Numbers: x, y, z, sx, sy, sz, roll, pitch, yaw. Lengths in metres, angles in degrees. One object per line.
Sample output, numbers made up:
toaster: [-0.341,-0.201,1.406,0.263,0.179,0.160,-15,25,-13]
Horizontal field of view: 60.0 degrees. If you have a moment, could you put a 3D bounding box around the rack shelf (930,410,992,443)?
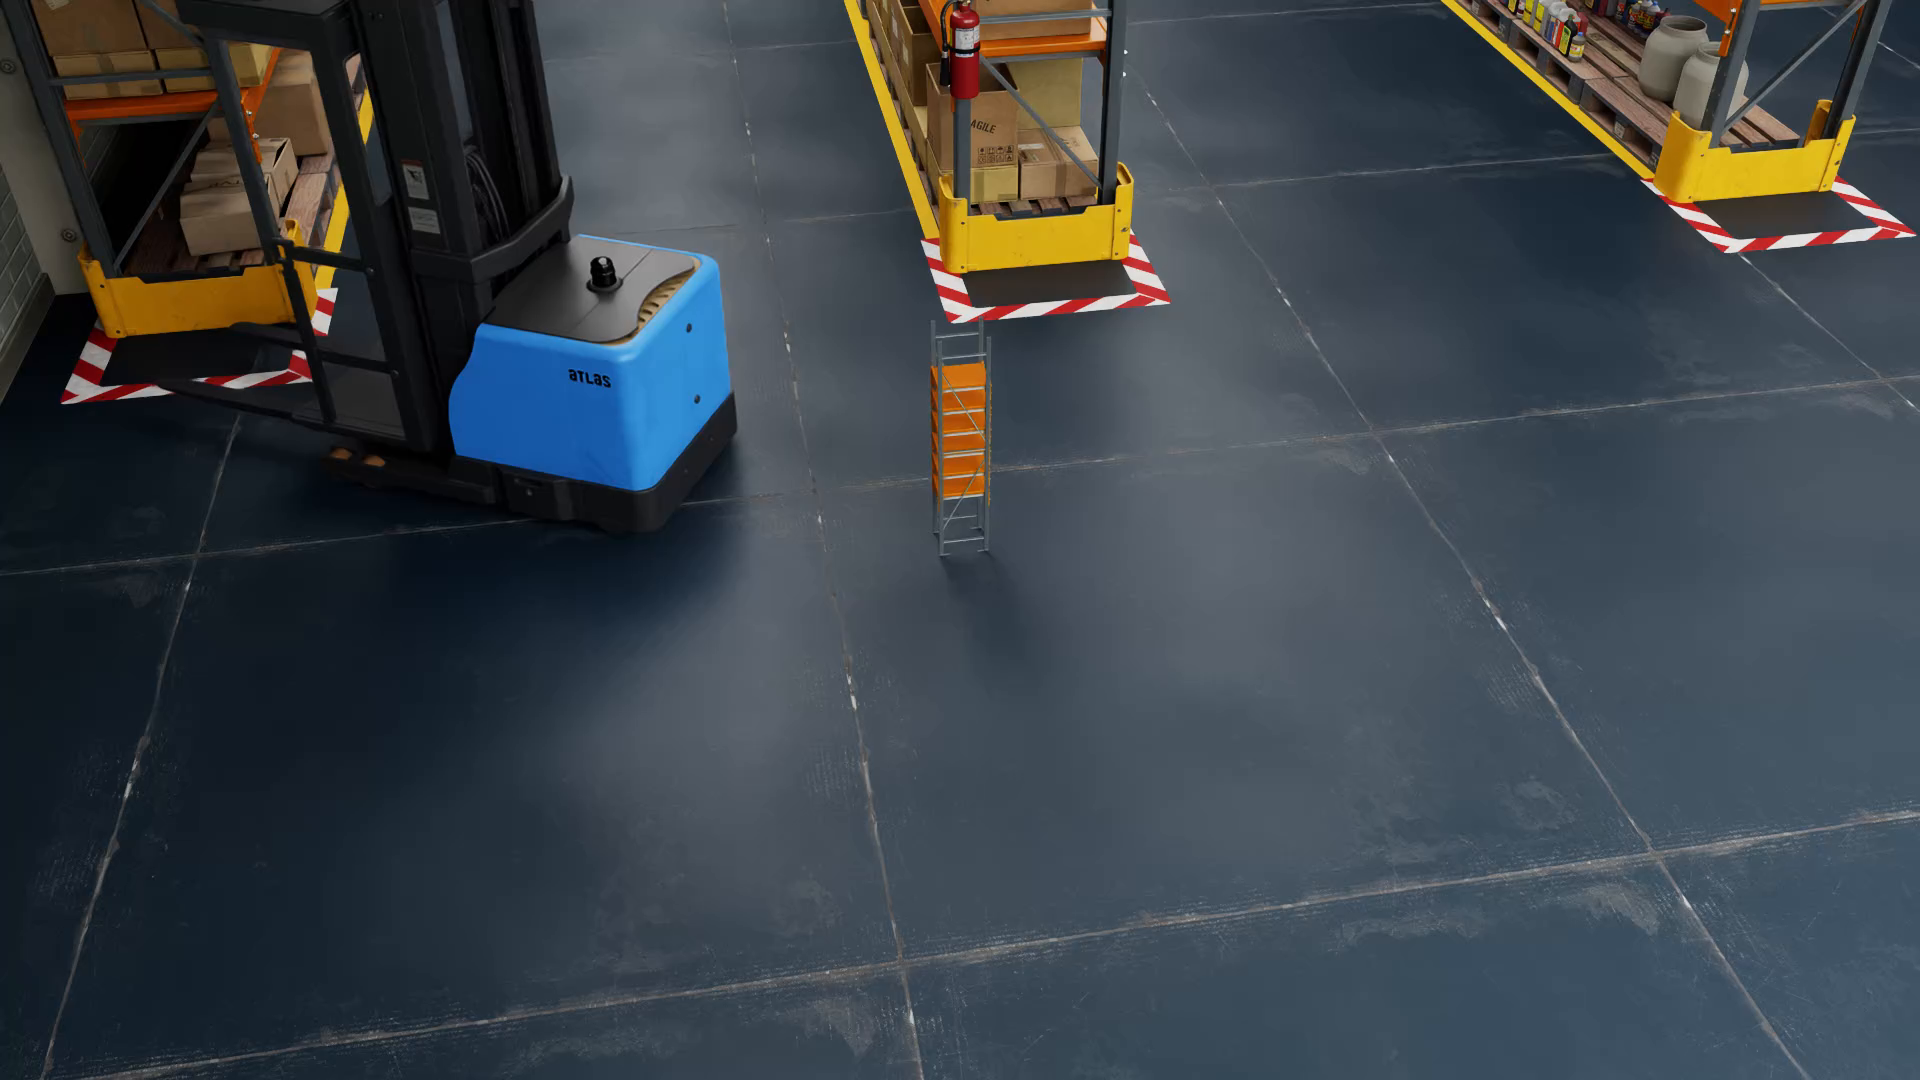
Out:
rack shelf: [0.003,-0.525,7.724,0.258,0.103,0.180,-6,38,-8]

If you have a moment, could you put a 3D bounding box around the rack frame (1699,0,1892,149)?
rack frame: [5.339,-3.536,10.257,1.000,3.000,0.127,-6,38,-8]

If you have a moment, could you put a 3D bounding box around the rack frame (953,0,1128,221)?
rack frame: [0.462,-3.006,9.574,1.000,3.000,0.127,-6,38,-8]

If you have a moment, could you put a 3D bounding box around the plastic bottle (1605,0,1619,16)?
plastic bottle: [5.149,-4.283,13.079,0.152,0.276,0.135,-6,38,-7]

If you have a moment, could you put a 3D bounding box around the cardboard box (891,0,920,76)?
cardboard box: [-0.201,-3.578,11.599,0.500,0.500,0.500,-6,38,-8]

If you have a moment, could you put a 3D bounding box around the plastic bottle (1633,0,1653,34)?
plastic bottle: [5.250,-4.029,12.756,0.097,0.271,0.097,0,38,0]

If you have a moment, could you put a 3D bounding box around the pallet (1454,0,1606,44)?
pallet: [4.715,-4.441,13.694,1.003,0.211,1.213,-6,38,-8]

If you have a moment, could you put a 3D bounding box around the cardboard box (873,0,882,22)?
cardboard box: [-0.371,-4.183,12.377,0.500,0.500,0.500,-6,38,-8]

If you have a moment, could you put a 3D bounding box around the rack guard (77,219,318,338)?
rack guard: [-4.428,-1.529,9.711,1.175,0.500,0.348,-6,38,-8]

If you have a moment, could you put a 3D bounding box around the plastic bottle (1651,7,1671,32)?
plastic bottle: [5.306,-3.905,12.586,0.061,0.283,0.133,-6,38,-7]

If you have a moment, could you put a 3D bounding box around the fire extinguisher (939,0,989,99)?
fire extinguisher: [0.025,-2.854,9.441,0.296,0.674,0.183,-6,38,-8]

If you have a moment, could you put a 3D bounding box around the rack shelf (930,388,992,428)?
rack shelf: [0.003,-0.620,7.651,0.258,0.103,0.180,-6,38,-8]

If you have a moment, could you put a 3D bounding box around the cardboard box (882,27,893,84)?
cardboard box: [-0.291,-3.584,12.217,0.500,0.250,0.500,-6,38,-8]

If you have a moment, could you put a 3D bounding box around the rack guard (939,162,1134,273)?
rack guard: [0.466,-2.004,10.322,1.175,0.500,0.348,-6,38,-8]

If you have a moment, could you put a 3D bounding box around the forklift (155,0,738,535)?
forklift: [-2.750,-1.716,7.970,3.031,2.935,1.130,11,39,14]

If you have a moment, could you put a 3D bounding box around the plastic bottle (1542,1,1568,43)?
plastic bottle: [4.544,-3.935,12.632,0.152,0.276,0.135,-7,38,-9]

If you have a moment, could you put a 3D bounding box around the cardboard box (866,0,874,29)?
cardboard box: [-0.457,-4.189,12.996,0.500,0.250,0.500,-6,38,-8]

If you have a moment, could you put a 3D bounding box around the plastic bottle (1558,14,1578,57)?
plastic bottle: [4.547,-3.768,12.410,0.061,0.283,0.133,-5,38,-7]

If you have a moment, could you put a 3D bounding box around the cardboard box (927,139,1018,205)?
cardboard box: [0.077,-2.378,10.665,0.500,0.250,0.500,-6,38,-8]

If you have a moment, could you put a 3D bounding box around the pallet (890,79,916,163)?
pallet: [0.076,-3.097,11.964,1.003,0.211,1.213,-6,38,-8]

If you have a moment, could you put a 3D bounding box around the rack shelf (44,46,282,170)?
rack shelf: [-4.765,-3.394,10.661,1.077,0.370,4.000,-6,38,-8]

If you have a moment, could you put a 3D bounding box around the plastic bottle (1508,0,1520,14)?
plastic bottle: [4.392,-4.303,13.099,0.061,0.283,0.133,-5,38,-6]

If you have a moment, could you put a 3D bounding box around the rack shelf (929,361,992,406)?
rack shelf: [0.003,-0.714,7.577,0.258,0.103,0.180,-6,38,-8]

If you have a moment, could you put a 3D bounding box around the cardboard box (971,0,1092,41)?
cardboard box: [0.393,-3.328,9.908,0.700,0.500,0.500,-6,38,-8]

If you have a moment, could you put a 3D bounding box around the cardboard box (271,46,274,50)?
cardboard box: [-4.293,-3.060,9.750,0.500,0.250,0.500,-7,38,-9]

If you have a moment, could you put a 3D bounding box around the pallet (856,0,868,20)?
pallet: [-0.407,-4.761,14.106,1.003,0.211,1.213,-6,38,-8]

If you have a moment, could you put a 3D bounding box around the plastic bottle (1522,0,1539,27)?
plastic bottle: [4.478,-4.177,12.882,0.144,0.351,0.185,-7,38,-8]

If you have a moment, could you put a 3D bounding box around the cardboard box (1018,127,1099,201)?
cardboard box: [0.587,-2.433,10.736,0.500,0.250,0.500,-6,38,-8]

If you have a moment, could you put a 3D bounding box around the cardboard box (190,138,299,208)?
cardboard box: [-4.547,-2.354,10.569,0.500,0.311,0.500,-3,38,-4]

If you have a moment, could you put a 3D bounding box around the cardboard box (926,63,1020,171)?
cardboard box: [0.075,-2.674,10.434,0.500,0.500,0.500,-6,38,-8]

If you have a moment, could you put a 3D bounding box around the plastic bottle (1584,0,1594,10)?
plastic bottle: [5.028,-4.358,13.170,0.061,0.283,0.133,-6,38,-8]

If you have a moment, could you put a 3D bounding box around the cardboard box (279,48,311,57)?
cardboard box: [-4.894,-3.451,11.825,0.500,0.500,0.500,-9,39,-11]

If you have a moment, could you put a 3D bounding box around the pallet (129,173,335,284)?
pallet: [-4.535,-1.910,10.436,1.003,0.211,1.213,-6,38,-8]

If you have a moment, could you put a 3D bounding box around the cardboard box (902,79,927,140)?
cardboard box: [-0.112,-2.980,11.440,0.500,0.250,0.500,-6,38,-8]

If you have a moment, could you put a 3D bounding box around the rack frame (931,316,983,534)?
rack frame: [-0.013,-0.520,7.842,0.240,1.200,0.006,-6,38,-8]

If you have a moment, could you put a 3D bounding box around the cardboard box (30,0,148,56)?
cardboard box: [-4.706,-2.977,9.032,0.500,0.500,0.500,-7,38,-8]

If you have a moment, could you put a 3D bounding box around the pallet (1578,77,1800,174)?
pallet: [5.142,-2.967,11.797,1.003,0.211,1.213,-6,38,-8]

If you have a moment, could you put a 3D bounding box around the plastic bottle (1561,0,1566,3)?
plastic bottle: [4.620,-4.178,12.945,0.152,0.276,0.135,-6,38,-8]

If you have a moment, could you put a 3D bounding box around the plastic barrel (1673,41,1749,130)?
plastic barrel: [5.148,-3.109,11.392,0.421,0.512,0.421,0,38,0]

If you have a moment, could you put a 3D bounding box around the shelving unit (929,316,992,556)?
shelving unit: [0.003,-0.465,7.771,0.258,1.200,0.189,-6,38,-8]

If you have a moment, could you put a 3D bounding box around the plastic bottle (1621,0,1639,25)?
plastic bottle: [5.215,-4.151,12.913,0.097,0.271,0.097,0,38,0]
